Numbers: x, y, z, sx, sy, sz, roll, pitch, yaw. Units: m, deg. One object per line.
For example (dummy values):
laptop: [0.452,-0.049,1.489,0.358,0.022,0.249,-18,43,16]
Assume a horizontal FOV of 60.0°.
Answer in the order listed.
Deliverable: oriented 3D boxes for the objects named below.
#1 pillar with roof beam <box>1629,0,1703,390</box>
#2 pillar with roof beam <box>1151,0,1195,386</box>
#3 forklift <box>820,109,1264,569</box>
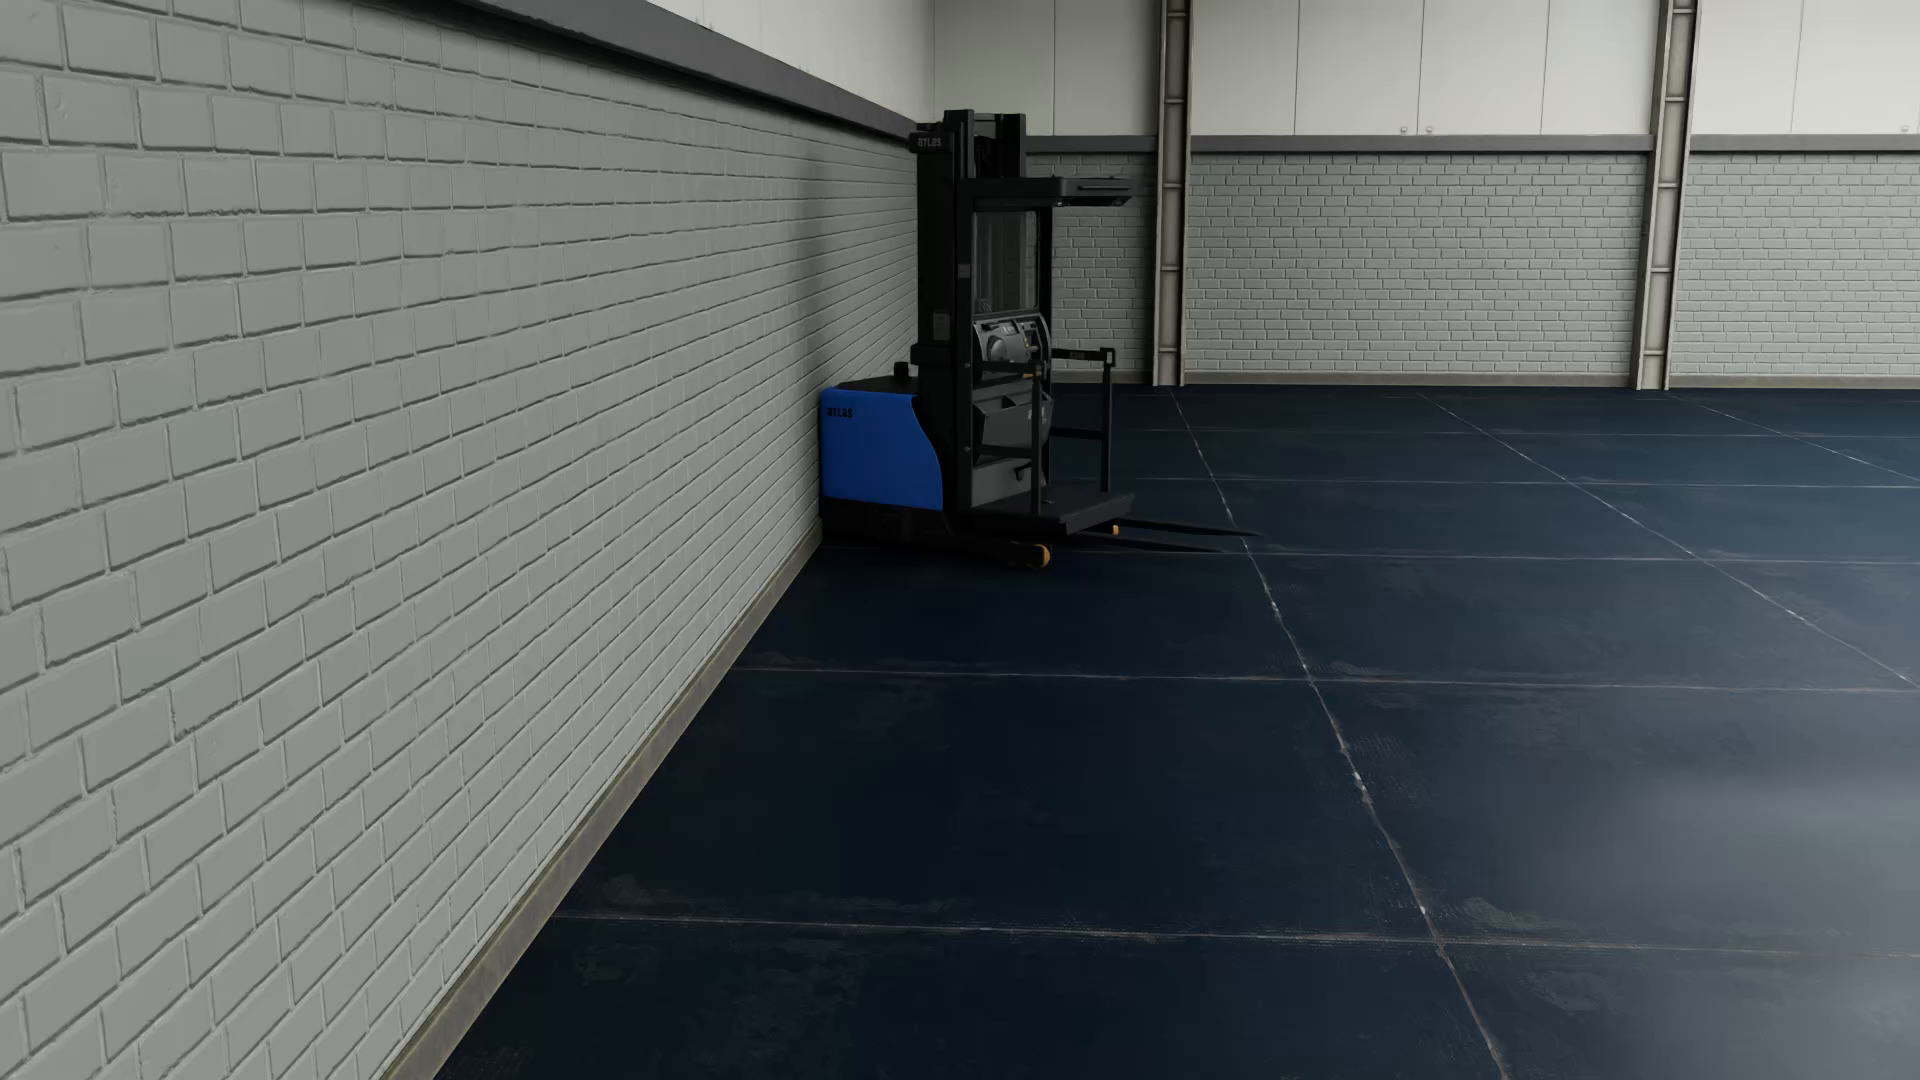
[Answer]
pillar with roof beam: [8.353,-5.430,15.747,0.400,9.000,9.100,1,12,4]
pillar with roof beam: [2.367,-5.512,16.139,0.400,9.000,9.100,1,12,4]
forklift: [0.530,-1.367,11.143,3.031,2.935,1.130,7,14,31]
